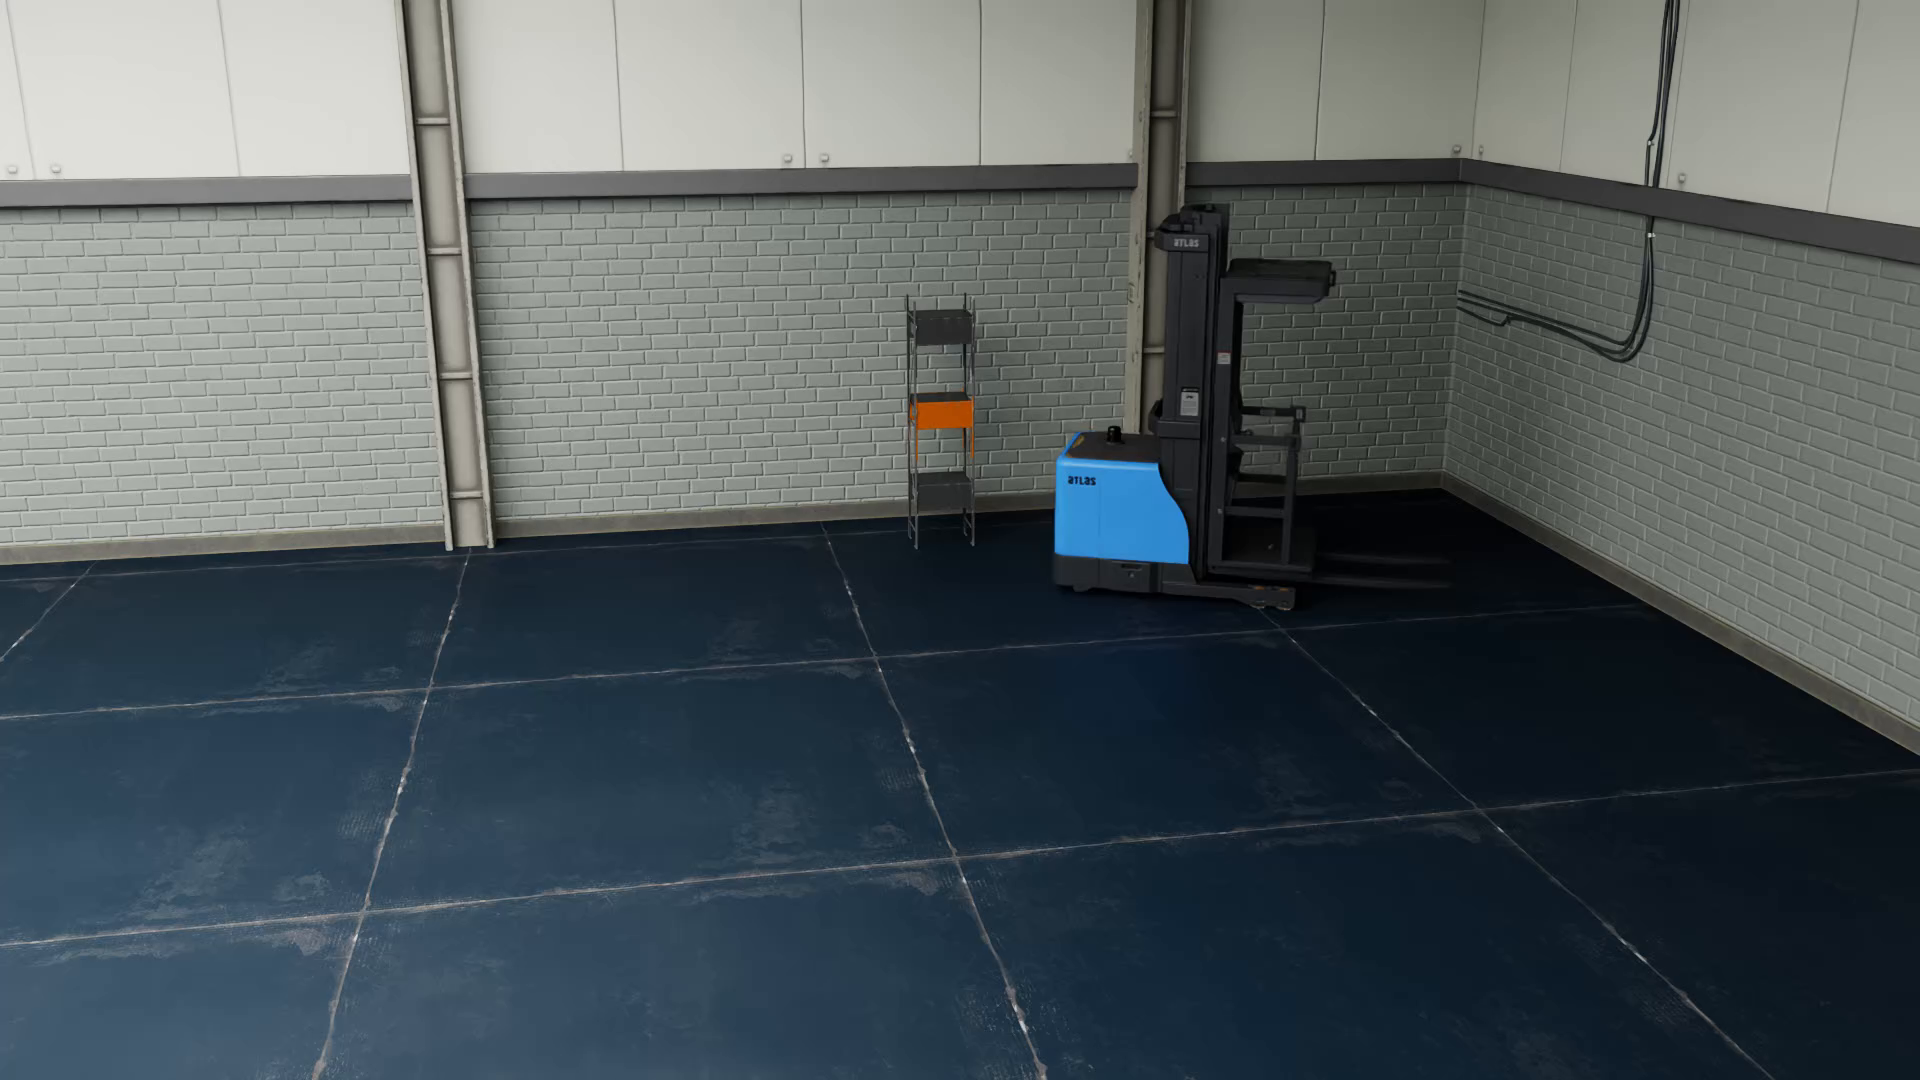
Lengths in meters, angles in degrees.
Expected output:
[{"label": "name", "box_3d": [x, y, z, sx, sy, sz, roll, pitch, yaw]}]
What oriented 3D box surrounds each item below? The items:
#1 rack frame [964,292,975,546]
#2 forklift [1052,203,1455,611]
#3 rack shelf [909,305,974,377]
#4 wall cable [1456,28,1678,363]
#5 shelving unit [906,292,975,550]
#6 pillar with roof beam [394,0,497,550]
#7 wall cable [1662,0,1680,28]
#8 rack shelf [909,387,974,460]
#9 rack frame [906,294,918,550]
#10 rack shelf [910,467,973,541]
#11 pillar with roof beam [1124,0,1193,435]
[{"label": "rack frame", "box_3d": [0.077, -1.008, 14.018, 0.015, 2.100, 0.400, -3, 17, -10]}, {"label": "forklift", "box_3d": [2.296, -1.035, 12.691, 3.031, 2.935, 1.130, 4, 18, 13]}, {"label": "rack shelf", "box_3d": [-0.162, -1.651, 13.772, 0.480, 0.518, 0.431, -3, 17, -10]}, {"label": "wall cable", "box_3d": [4.864, -2.902, 13.722, 0.112, 2.526, 3.097, -3, 17, -10]}, {"label": "shelving unit", "box_3d": [-0.162, -0.995, 13.973, 0.503, 2.100, 0.431, -3, 17, -10]}, {"label": "pillar with roof beam", "box_3d": [-3.353, -3.028, 8.845, 0.400, 9.000, 9.100, -3, 17, -10]}, {"label": "wall cable", "box_3d": [5.378, -4.536, 10.442, 0.112, 2.526, 3.097, -3, 17, -10]}, {"label": "rack shelf", "box_3d": [-0.162, -0.981, 13.977, 0.480, 0.518, 0.431, -3, 17, -10]}, {"label": "rack frame", "box_3d": [-0.402, -0.981, 13.929, 0.015, 2.100, 0.400, -3, 17, -10]}, {"label": "rack shelf", "box_3d": [-0.163, -0.312, 14.183, 0.480, 0.518, 0.431, -3, 17, -10]}, {"label": "pillar with roof beam", "box_3d": [2.538, -3.363, 9.933, 0.400, 9.000, 9.100, -3, 17, -10]}]
